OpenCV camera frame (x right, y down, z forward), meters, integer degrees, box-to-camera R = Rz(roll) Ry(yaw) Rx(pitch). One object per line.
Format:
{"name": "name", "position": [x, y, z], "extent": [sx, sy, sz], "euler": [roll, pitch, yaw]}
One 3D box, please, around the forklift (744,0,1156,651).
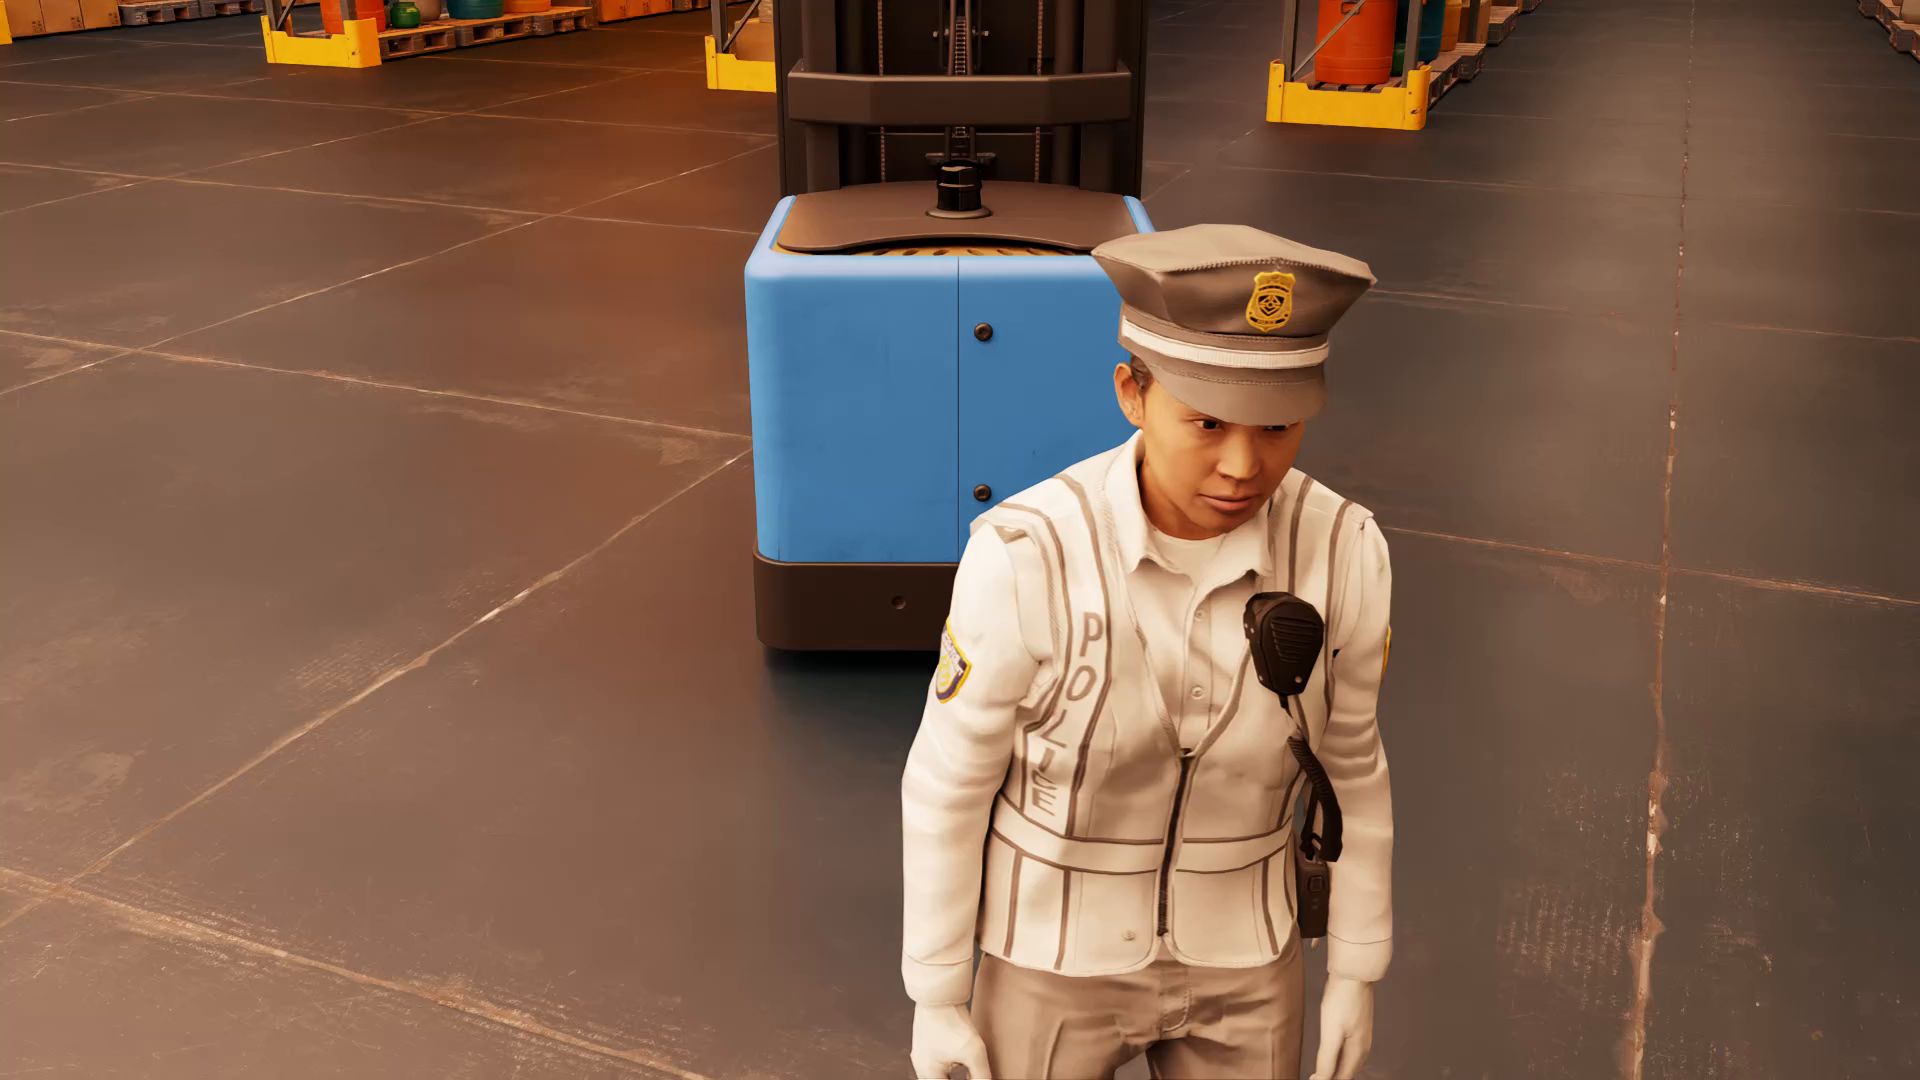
{"name": "forklift", "position": [0.002, -1.587, 5.089], "extent": [1.130, 2.935, 3.031], "euler": [0, 23, 0]}

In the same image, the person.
{"name": "person", "position": [0.199, 0.478, 1.796], "extent": [0.542, 1.662, 0.375], "euler": [-2, 23, -5]}
